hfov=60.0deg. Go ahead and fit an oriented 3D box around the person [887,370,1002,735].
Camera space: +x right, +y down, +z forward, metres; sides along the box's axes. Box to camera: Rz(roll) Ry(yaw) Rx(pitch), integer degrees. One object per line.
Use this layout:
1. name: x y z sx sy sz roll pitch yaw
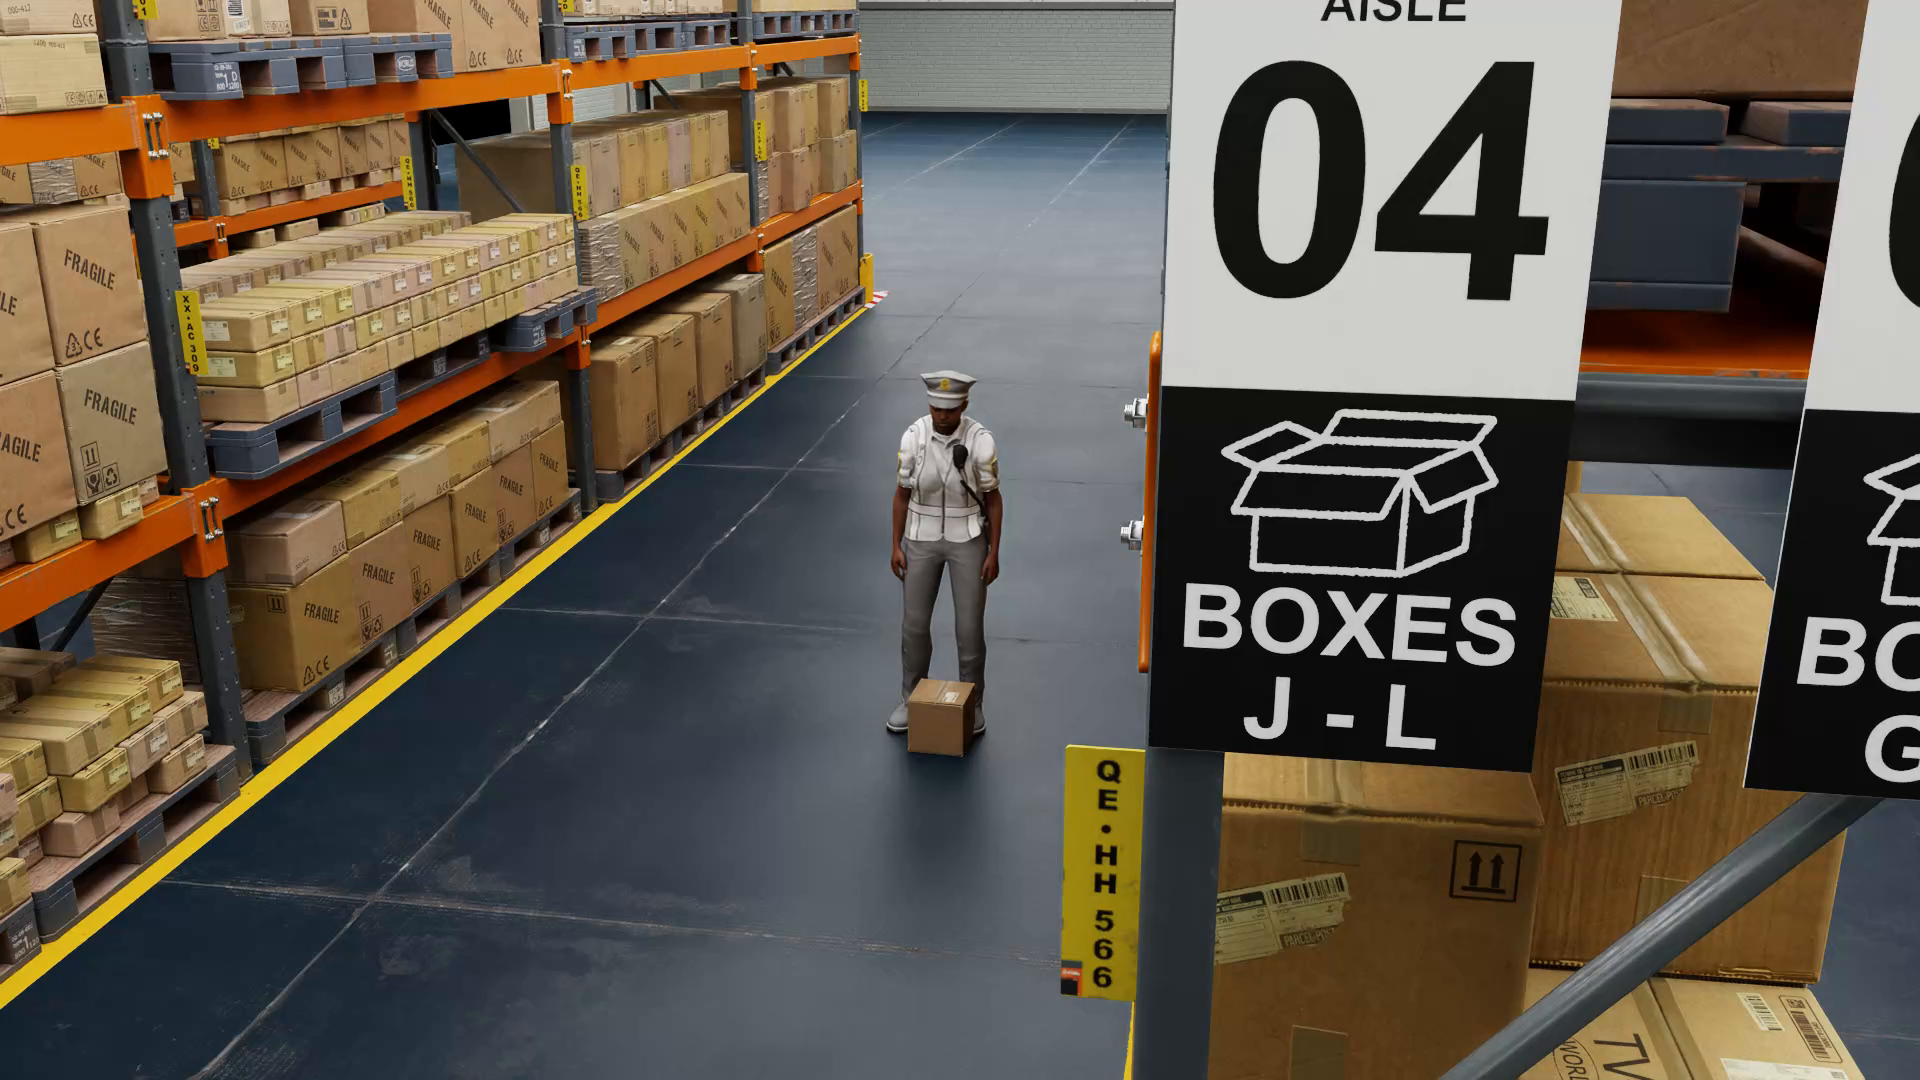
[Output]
1. person: -0.067 0.048 7.413 0.506 1.655 0.392 3 18 9
